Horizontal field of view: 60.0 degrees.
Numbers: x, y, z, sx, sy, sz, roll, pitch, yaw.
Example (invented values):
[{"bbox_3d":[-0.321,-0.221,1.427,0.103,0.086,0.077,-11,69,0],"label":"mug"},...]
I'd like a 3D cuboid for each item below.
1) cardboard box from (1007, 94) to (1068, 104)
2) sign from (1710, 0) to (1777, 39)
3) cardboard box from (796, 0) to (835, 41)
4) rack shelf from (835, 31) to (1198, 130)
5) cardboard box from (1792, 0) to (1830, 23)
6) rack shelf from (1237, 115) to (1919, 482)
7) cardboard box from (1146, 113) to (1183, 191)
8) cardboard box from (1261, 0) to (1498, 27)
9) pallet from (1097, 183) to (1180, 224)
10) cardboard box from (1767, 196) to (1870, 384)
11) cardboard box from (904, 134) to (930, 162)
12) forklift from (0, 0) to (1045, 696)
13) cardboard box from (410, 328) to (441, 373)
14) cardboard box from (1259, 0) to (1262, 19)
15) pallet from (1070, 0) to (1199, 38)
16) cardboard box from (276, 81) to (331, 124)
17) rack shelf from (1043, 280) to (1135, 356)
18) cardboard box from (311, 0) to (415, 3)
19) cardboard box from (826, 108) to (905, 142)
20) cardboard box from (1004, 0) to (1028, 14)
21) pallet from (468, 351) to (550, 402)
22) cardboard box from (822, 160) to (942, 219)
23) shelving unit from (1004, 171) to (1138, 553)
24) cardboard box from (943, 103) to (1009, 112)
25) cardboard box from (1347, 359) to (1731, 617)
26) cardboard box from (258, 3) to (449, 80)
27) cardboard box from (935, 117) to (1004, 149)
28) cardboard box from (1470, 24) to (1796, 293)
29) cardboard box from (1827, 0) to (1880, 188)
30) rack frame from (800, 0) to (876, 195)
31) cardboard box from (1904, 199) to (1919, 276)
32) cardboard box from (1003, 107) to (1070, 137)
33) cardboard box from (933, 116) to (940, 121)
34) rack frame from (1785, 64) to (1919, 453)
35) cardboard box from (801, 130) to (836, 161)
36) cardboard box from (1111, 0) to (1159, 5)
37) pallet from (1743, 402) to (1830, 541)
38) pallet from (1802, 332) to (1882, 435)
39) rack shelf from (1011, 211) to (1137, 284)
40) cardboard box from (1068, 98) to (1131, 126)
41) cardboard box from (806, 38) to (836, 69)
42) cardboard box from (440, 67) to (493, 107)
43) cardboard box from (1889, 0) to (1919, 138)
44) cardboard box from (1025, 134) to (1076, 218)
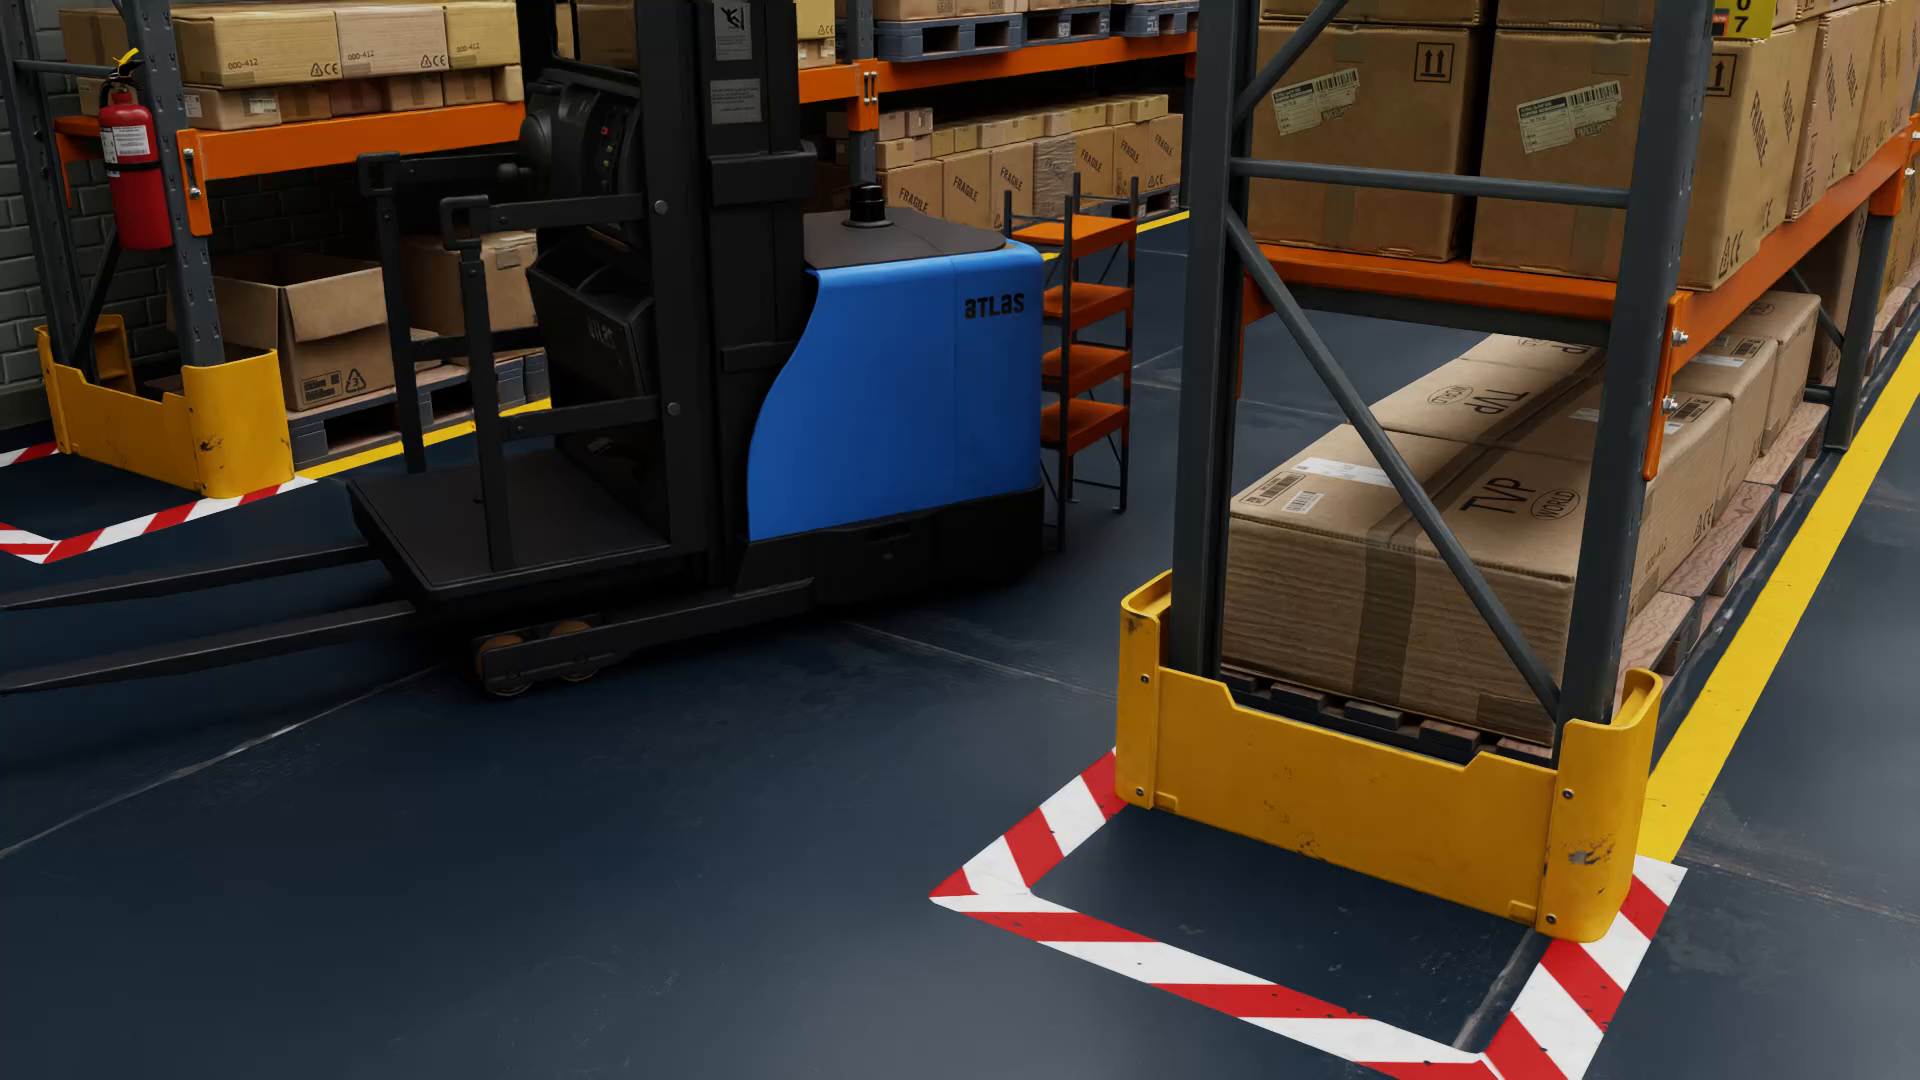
[{"bbox_3d":[0.542,-3.068,11.798,0.380,0.149,0.250,14,24,33],"label":"cardboard box"},{"bbox_3d":[1.404,-1.057,2.936,0.100,0.325,0.005,13,24,32],"label":"sign"},{"bbox_3d":[-0.995,-2.714,8.565,0.500,0.250,0.500,14,24,33],"label":"cardboard box"},{"bbox_3d":[0.214,-3.075,10.790,1.077,0.370,4.000,13,24,32],"label":"rack shelf"},{"bbox_3d":[1.738,-1.471,3.833,0.500,0.500,0.500,13,24,30],"label":"cardboard box"},{"bbox_3d":[2.072,-0.960,5.073,1.077,0.370,4.000,13,24,32],"label":"rack shelf"},{"bbox_3d":[1.278,-2.847,12.136,0.500,0.500,0.500,14,25,33],"label":"cardboard box"},{"bbox_3d":[1.022,-1.424,3.706,0.500,0.500,0.500,14,25,34],"label":"cardboard box"},{"bbox_3d":[0.887,-2.471,12.141,1.003,0.211,1.213,13,24,32],"label":"pallet"},{"bbox_3d":[3.479,-1.265,7.319,0.875,0.875,0.875,14,25,33],"label":"cardboard box"},{"bbox_3d":[-0.397,-2.313,9.756,0.380,0.149,0.250,13,24,30],"label":"cardboard box"},{"bbox_3d":[-1.260,-1.152,4.654,3.031,2.935,1.130,-11,23,-28],"label":"forklift"},{"bbox_3d":[-2.466,-0.822,7.166,0.380,0.149,0.250,12,24,30],"label":"cardboard box"},{"bbox_3d":[2.076,-4.138,12.845,0.500,0.250,0.500,13,24,31],"label":"cardboard box"},{"bbox_3d":[1.015,-3.688,11.687,1.213,0.211,1.003,13,24,32],"label":"pallet"},{"bbox_3d":[-2.643,-1.695,6.387,0.380,0.149,0.250,14,24,33],"label":"cardboard box"},{"bbox_3d":[0.374,-0.763,5.647,0.258,0.148,0.480,12,23,29],"label":"rack shelf"},{"bbox_3d":[-2.547,-2.232,7.263,0.500,0.250,0.500,14,25,33],"label":"cardboard box"},{"bbox_3d":[-0.539,-2.369,9.481,0.380,0.149,0.250,13,24,31],"label":"cardboard box"},{"bbox_3d":[0.188,-3.296,9.940,0.396,0.266,0.258,15,25,34],"label":"cardboard box"},{"bbox_3d":[-1.983,-0.982,8.115,1.003,0.211,1.213,13,24,32],"label":"pallet"},{"bbox_3d":[-0.453,-1.958,9.731,0.500,0.500,0.500,15,25,34],"label":"cardboard box"},{"bbox_3d":[0.374,-0.616,5.701,0.258,1.200,0.503,12,23,29],"label":"shelving unit"},{"bbox_3d":[0.104,-2.844,11.193,0.380,0.149,0.250,13,24,32],"label":"cardboard box"},{"bbox_3d":[1.744,-0.192,5.048,0.875,0.438,0.875,14,25,33],"label":"cardboard box"},{"bbox_3d":[-2.398,-1.982,6.587,0.500,0.250,0.500,14,24,32],"label":"cardboard box"},{"bbox_3d":[0.052,-2.534,10.355,0.380,0.149,0.250,13,24,32],"label":"cardboard box"},{"bbox_3d":[1.455,-0.852,3.601,0.500,0.500,0.500,13,24,31],"label":"cardboard box"},{"bbox_3d":[2.285,-1.292,4.790,0.500,0.500,0.500,14,25,34],"label":"cardboard box"},{"bbox_3d":[-0.911,-2.838,9.114,1.000,3.000,0.127,13,24,32],"label":"rack frame"},{"bbox_3d":[4.988,-2.037,9.406,0.875,0.875,0.875,13,24,31],"label":"cardboard box"},{"bbox_3d":[0.501,-2.749,10.935,0.380,0.149,0.250,12,23,29],"label":"cardboard box"},{"bbox_3d":[-0.348,-2.624,10.597,0.380,0.149,0.250,14,25,33],"label":"cardboard box"},{"bbox_3d":[3.197,-1.871,6.500,1.000,3.000,0.127,13,24,32],"label":"rack frame"},{"bbox_3d":[-0.942,-2.329,9.800,0.380,0.149,0.250,12,24,30],"label":"cardboard box"},{"bbox_3d":[1.013,-3.747,11.181,0.500,0.250,0.500,12,23,29],"label":"cardboard box"},{"bbox_3d":[2.704,-0.360,6.435,1.003,0.211,1.213,13,24,32],"label":"pallet"},{"bbox_3d":[3.568,-0.799,7.622,1.003,0.211,1.213,13,24,32],"label":"pallet"},{"bbox_3d":[0.374,-0.985,5.565,0.258,0.148,0.480,12,23,29],"label":"rack shelf"},{"bbox_3d":[0.957,-2.972,11.539,0.380,0.149,0.250,12,24,30],"label":"cardboard box"},{"bbox_3d":[-0.881,-2.580,8.777,0.380,0.149,0.250,14,24,33],"label":"cardboard box"},{"bbox_3d":[-2.186,-1.915,6.982,0.380,0.149,0.250,14,24,33],"label":"cardboard box"},{"bbox_3d":[3.147,-1.735,5.988,0.500,0.500,0.500,14,24,32],"label":"cardboard box"},{"bbox_3d":[0.419,-2.402,10.933,0.500,0.500,0.500,12,24,30],"label":"cardboard box"}]
